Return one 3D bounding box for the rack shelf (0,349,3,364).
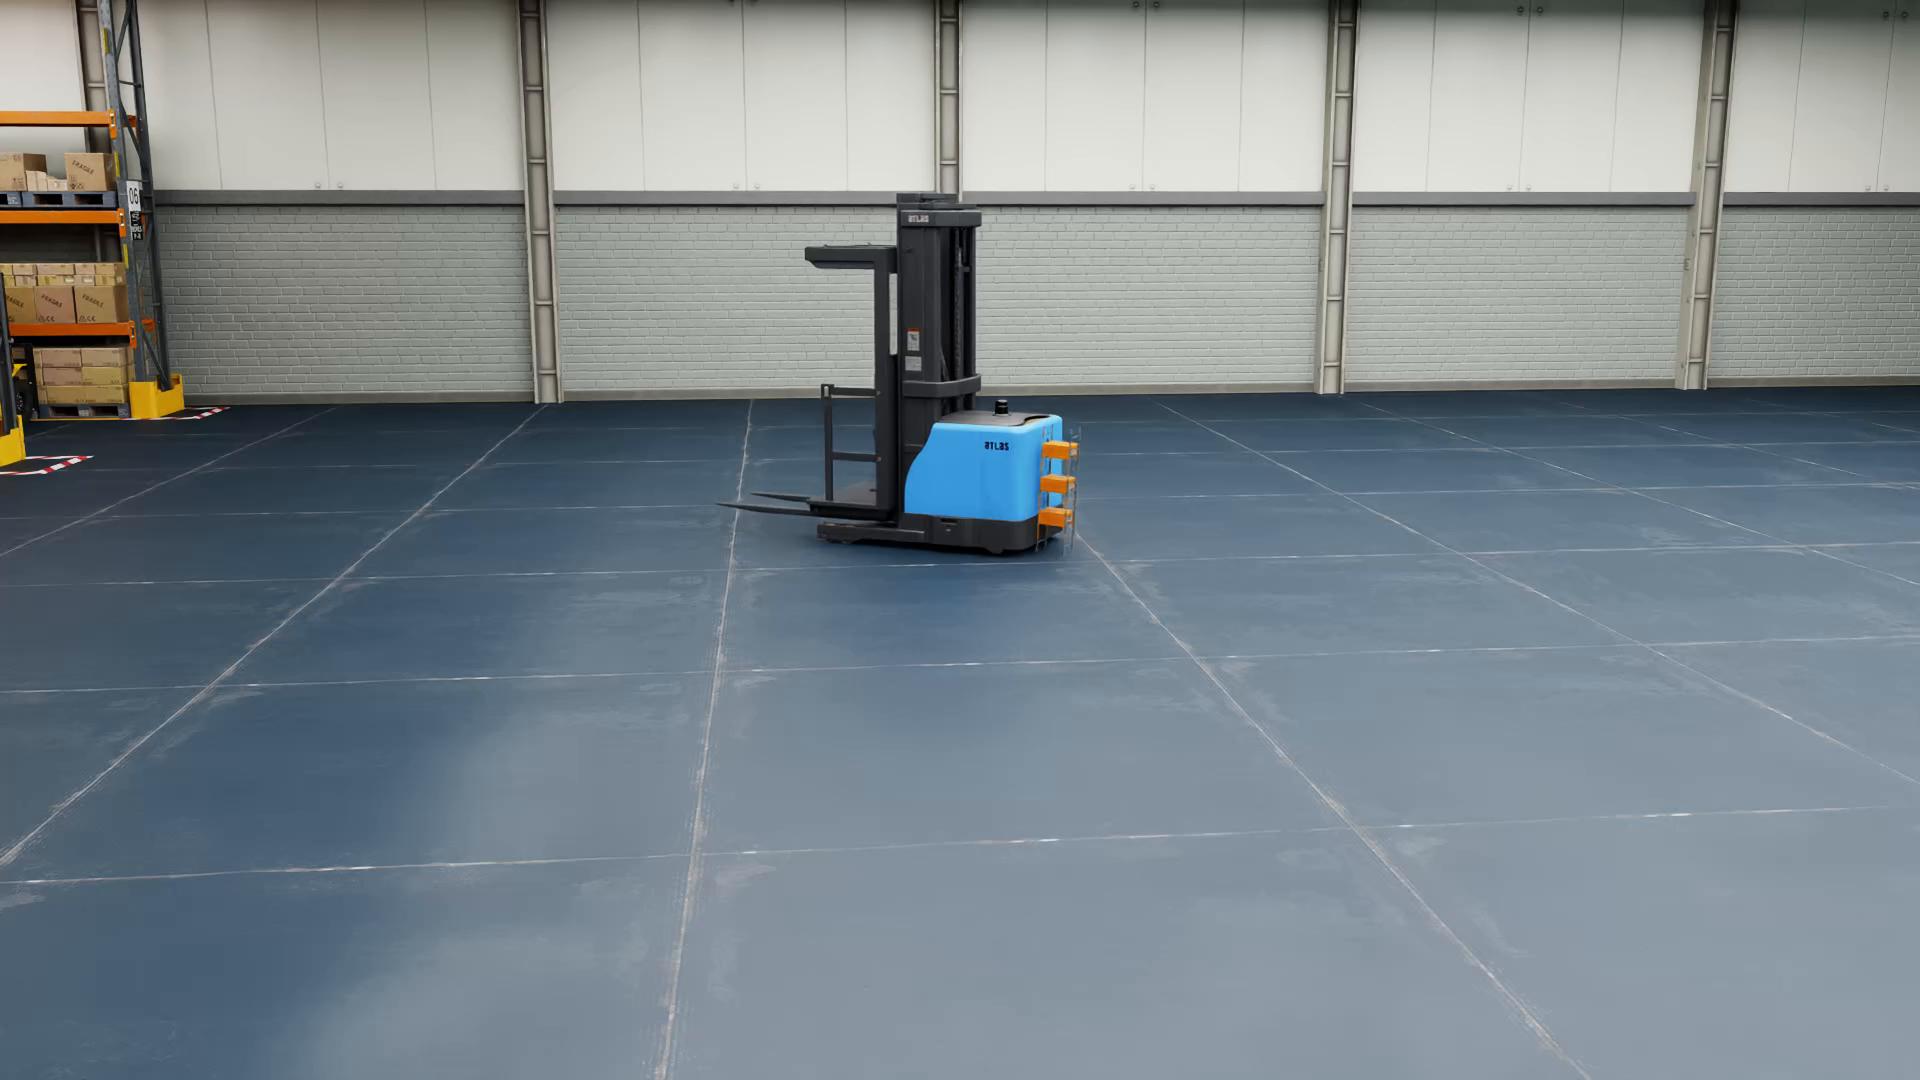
[{"bbox_3d":[-12.762,-1.906,18.154,4.000,0.370,1.077,-1,11,-6],"label":"rack shelf"}]

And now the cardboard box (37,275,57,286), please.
[{"bbox_3d":[-12.391,-3.552,22.717,0.250,0.149,0.380,-1,11,-6],"label":"cardboard box"}]

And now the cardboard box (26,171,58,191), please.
[{"bbox_3d":[-12.357,-4.833,22.400,0.258,0.266,0.396,-1,11,-6],"label":"cardboard box"}]

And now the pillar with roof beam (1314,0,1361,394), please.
[{"bbox_3d":[6.256,-5.904,21.072,0.400,9.000,9.100,-1,11,-6],"label":"pillar with roof beam"}]

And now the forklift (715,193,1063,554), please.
[{"bbox_3d":[-0.675,-1.488,14.339,3.031,2.935,1.130,5,12,23],"label":"forklift"}]

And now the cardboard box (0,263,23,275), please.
[{"bbox_3d":[-12.905,-3.672,22.560,0.250,0.149,0.380,-1,11,-5],"label":"cardboard box"}]

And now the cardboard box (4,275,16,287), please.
[{"bbox_3d":[-12.901,-3.528,22.596,0.250,0.149,0.380,-1,11,-6],"label":"cardboard box"}]

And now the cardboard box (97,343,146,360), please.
[{"bbox_3d":[-11.812,-2.627,23.400,0.500,0.250,0.500,-1,11,-7],"label":"cardboard box"}]

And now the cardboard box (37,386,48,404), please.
[{"bbox_3d":[-12.741,-2.022,22.917,0.500,0.250,0.500,-1,11,-5],"label":"cardboard box"}]

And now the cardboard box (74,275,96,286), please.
[{"bbox_3d":[-11.879,-3.548,22.699,0.250,0.149,0.380,-1,11,-5],"label":"cardboard box"}]

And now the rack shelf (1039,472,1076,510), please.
[{"bbox_3d":[0.811,-0.408,13.744,0.240,0.259,0.215,9,14,25],"label":"rack shelf"}]

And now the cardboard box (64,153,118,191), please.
[{"bbox_3d":[-11.728,-4.973,22.504,0.500,0.500,0.500,-1,11,-4],"label":"cardboard box"}]

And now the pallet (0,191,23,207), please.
[{"bbox_3d":[-13.235,-4.645,22.675,1.213,0.211,1.003,-1,11,-6],"label":"pallet"}]

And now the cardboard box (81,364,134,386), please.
[{"bbox_3d":[-11.764,-2.285,22.958,0.500,0.250,0.500,-1,11,-7],"label":"cardboard box"}]

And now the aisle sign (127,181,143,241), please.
[{"bbox_3d":[-11.217,-4.473,22.608,0.004,0.787,0.394,-1,11,-6],"label":"aisle sign"}]

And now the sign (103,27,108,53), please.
[{"bbox_3d":[-11.269,-6.589,21.931,0.005,0.325,0.100,-1,11,-6],"label":"sign"}]

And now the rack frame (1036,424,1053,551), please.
[{"bbox_3d":[0.702,-0.435,13.794,0.008,1.050,0.200,9,14,25],"label":"rack frame"}]

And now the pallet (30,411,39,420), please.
[{"bbox_3d":[-13.280,-1.836,23.159,1.213,0.211,1.003,-1,11,-6],"label":"pallet"}]

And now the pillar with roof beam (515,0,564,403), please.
[{"bbox_3d":[-5.674,-5.654,19.801,0.400,9.000,9.100,-1,11,-6],"label":"pillar with roof beam"}]

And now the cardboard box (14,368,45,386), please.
[{"bbox_3d":[-12.775,-2.262,22.840,0.500,0.250,0.500,-1,11,-7],"label":"cardboard box"}]

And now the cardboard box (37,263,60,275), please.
[{"bbox_3d":[-12.402,-3.706,22.729,0.250,0.149,0.380,-1,11,-6],"label":"cardboard box"}]

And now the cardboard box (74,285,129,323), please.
[{"bbox_3d":[-11.775,-3.241,22.820,0.500,0.500,0.500,-1,11,-7],"label":"cardboard box"}]

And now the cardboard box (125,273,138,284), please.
[{"bbox_3d":[-11.679,-3.663,23.283,0.250,0.149,0.380,-1,11,-8],"label":"cardboard box"}]

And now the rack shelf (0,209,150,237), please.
[{"bbox_3d":[-13.302,-4.330,22.706,4.000,0.370,1.077,-1,11,-6],"label":"rack shelf"}]

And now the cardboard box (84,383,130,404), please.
[{"bbox_3d":[-11.747,-2.039,23.005,0.500,0.250,0.500,-1,11,-6],"label":"cardboard box"}]

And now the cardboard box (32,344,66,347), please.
[{"bbox_3d":[-12.807,-2.607,23.301,0.500,0.250,0.500,-1,11,-6],"label":"cardboard box"}]

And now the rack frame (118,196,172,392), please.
[{"bbox_3d":[-11.314,-3.253,23.138,0.127,3.000,1.000,-1,11,-6],"label":"rack frame"}]

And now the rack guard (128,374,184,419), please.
[{"bbox_3d":[-11.290,-2.027,23.382,0.348,0.500,1.175,-1,11,-6],"label":"rack guard"}]

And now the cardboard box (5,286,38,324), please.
[{"bbox_3d":[-12.801,-3.221,22.719,0.500,0.500,0.500,-1,11,-7],"label":"cardboard box"}]

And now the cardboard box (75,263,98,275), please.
[{"bbox_3d":[-11.889,-3.707,22.737,0.250,0.149,0.380,-1,11,-6],"label":"cardboard box"}]

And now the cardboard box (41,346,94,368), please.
[{"bbox_3d":[-12.245,-2.519,22.853,0.500,0.250,0.500,-1,11,-5],"label":"cardboard box"}]

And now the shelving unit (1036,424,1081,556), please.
[{"bbox_3d":[0.811,-0.418,13.742,0.252,1.050,0.215,9,14,25],"label":"shelving unit"}]

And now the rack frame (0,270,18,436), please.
[{"bbox_3d":[-10.774,-2.301,18.296,0.127,3.000,1.000,-1,11,-6],"label":"rack frame"}]

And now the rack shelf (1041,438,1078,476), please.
[{"bbox_3d":[0.824,-0.685,13.683,0.240,0.259,0.215,9,14,25],"label":"rack shelf"}]
